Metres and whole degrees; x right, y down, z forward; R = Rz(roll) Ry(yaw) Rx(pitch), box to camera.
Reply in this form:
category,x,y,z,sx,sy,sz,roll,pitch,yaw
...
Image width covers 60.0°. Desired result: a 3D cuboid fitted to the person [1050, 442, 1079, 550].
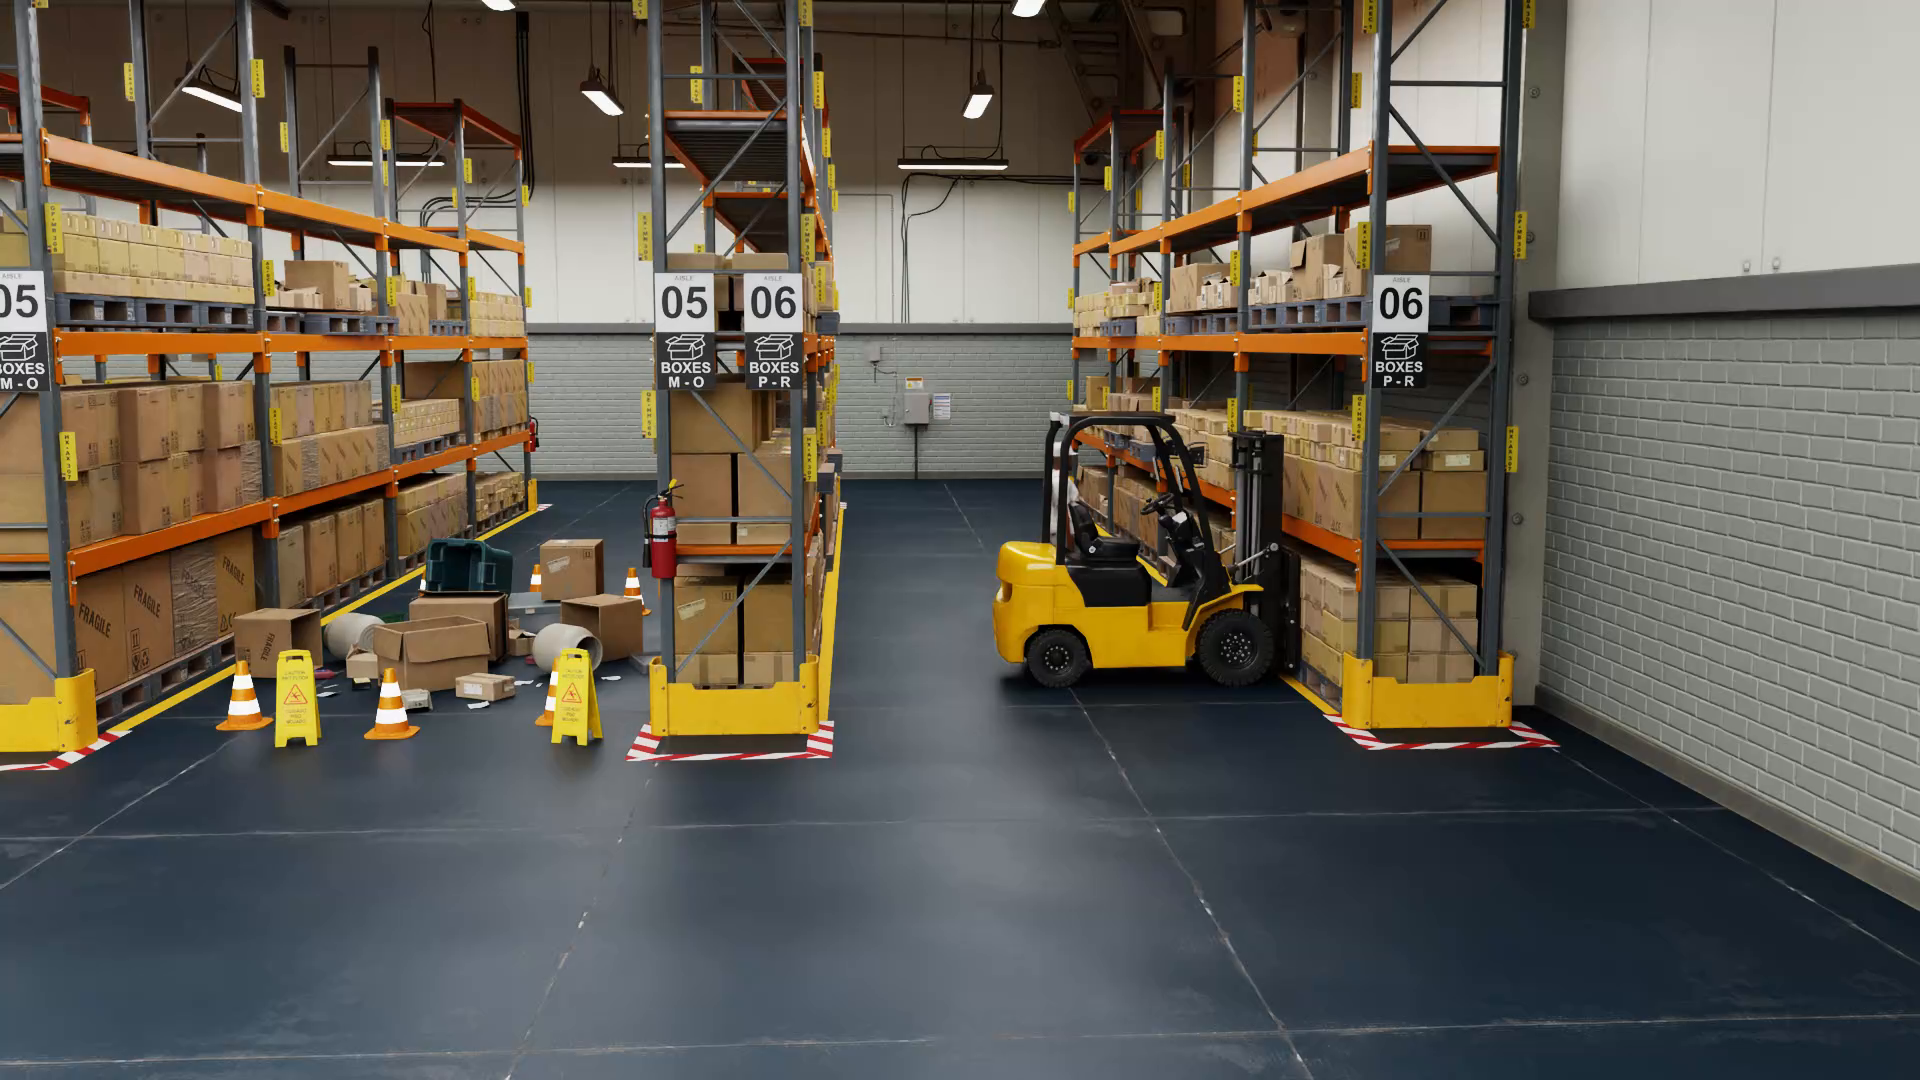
category,x,y,z,sx,sy,sz,roll,pitch,yaw
person,1.004,-0.062,16.213,0.372,1.780,0.570,0,7,-3
